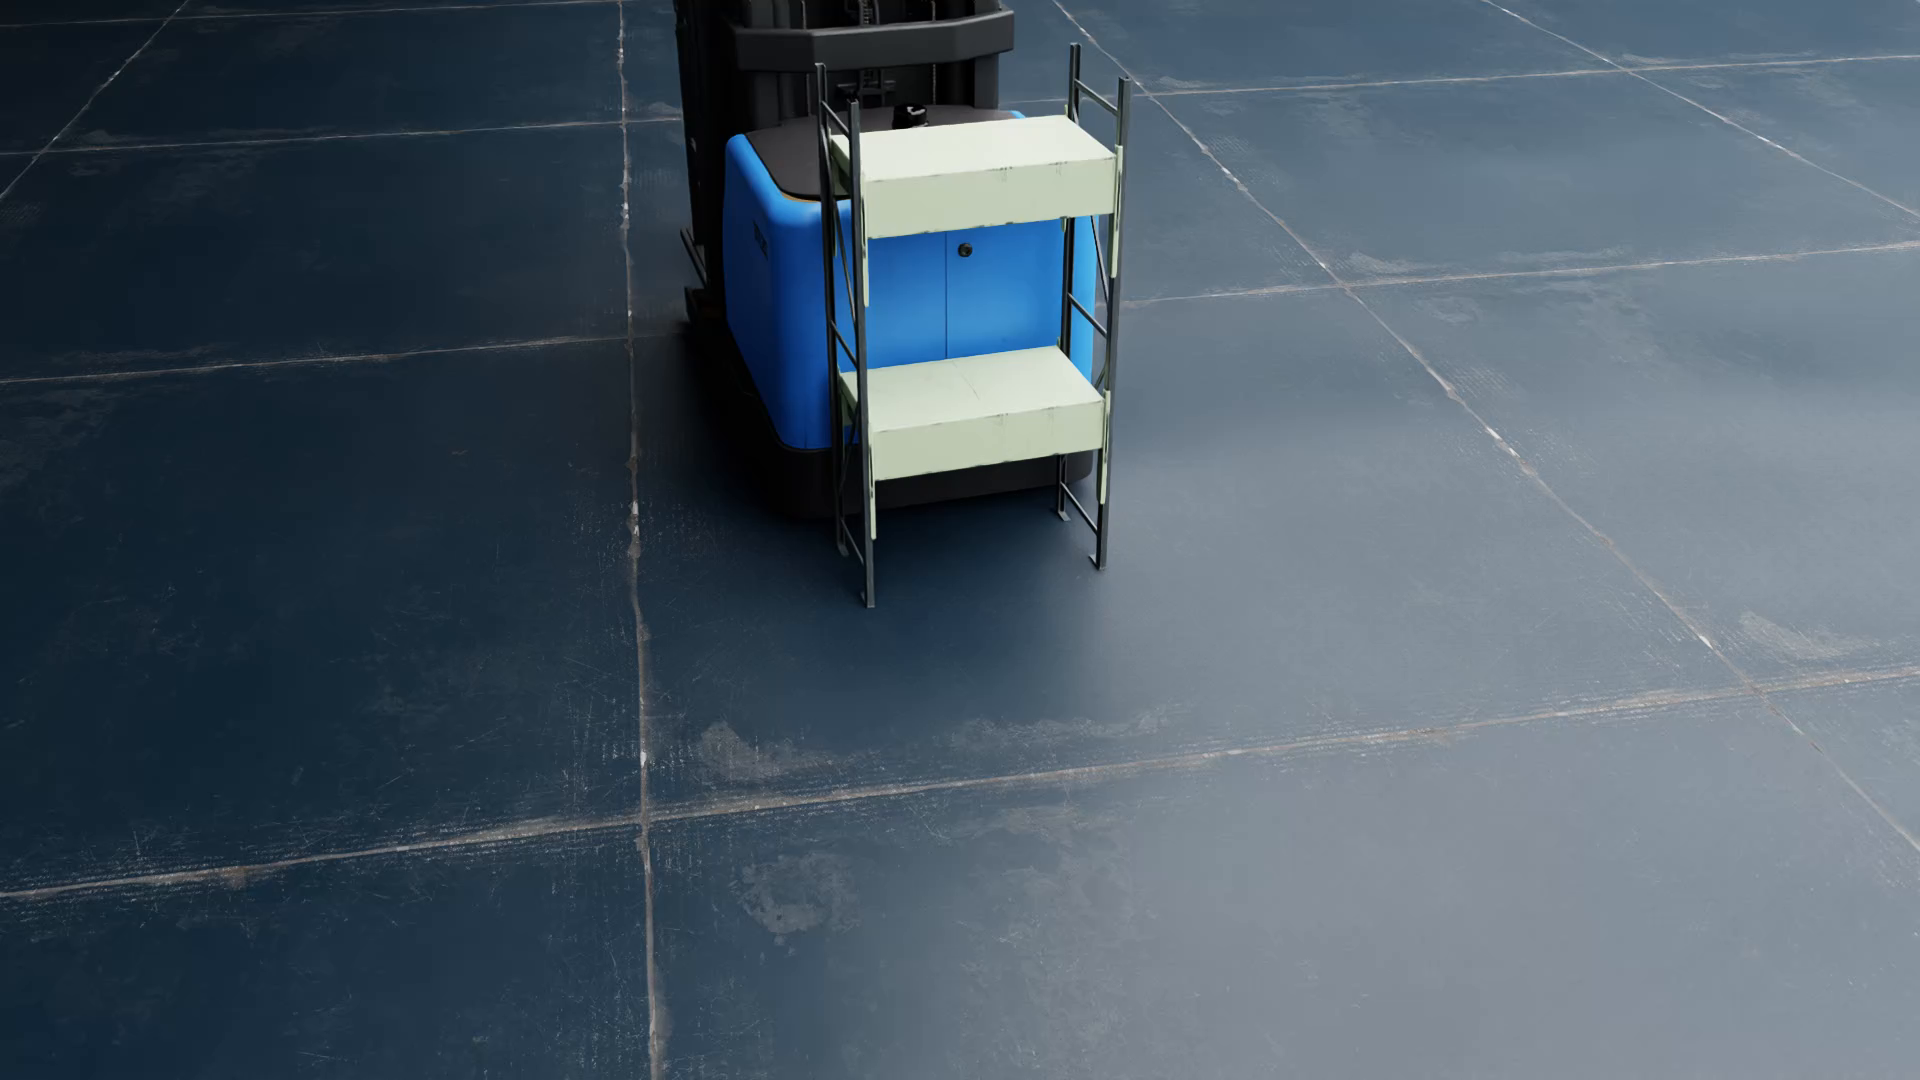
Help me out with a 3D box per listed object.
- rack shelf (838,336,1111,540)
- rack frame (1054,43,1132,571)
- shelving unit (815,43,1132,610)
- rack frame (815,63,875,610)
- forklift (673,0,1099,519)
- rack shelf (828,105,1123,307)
[{"bbox_3d":[0.028,-0.313,4.946,0.720,0.370,0.431,-9,32,-15],"label":"rack shelf"},{"bbox_3d":[0.378,-0.649,4.874,0.023,1.500,0.400,-9,32,-15],"label":"rack frame"},{"bbox_3d":[0.028,-0.594,4.781,0.755,1.500,0.431,-9,32,-15],"label":"shelving unit"},{"bbox_3d":[-0.321,-0.539,4.687,0.023,1.500,0.400,-9,32,-15],"label":"rack frame"},{"bbox_3d":[-0.472,-2.063,5.867,1.130,2.935,3.031,-9,32,-14],"label":"forklift"},{"bbox_3d":[0.028,-0.930,4.583,0.720,0.370,0.431,-9,32,-15],"label":"rack shelf"}]
